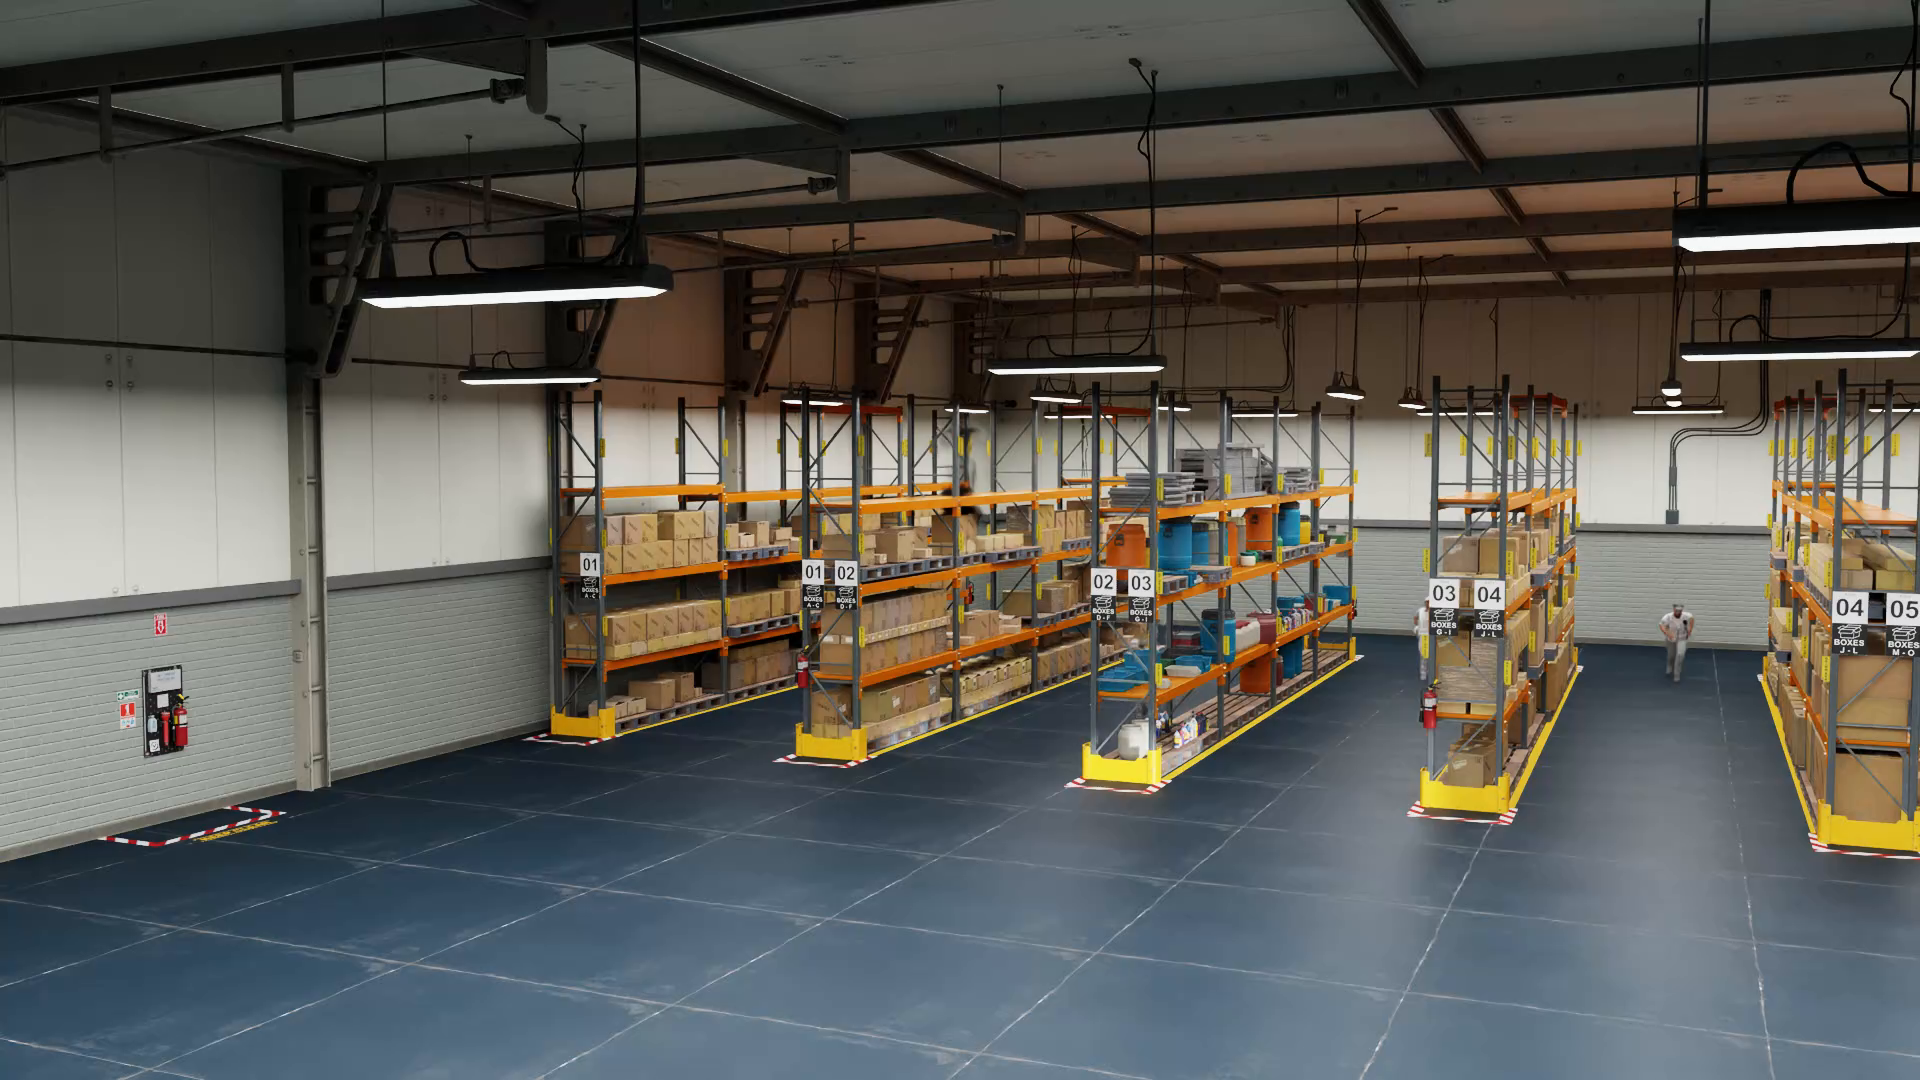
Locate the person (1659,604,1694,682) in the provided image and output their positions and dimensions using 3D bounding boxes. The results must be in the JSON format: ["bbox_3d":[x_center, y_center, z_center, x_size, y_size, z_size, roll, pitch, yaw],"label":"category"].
[{"bbox_3d":[15.505,2.203,36.054,0.702,1.717,1.023,1,3,12],"label":"person"}]

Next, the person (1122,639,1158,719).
[{"bbox_3d":[3.335,2.559,30.555,0.640,1.556,0.940,1,3,25],"label":"person"}]

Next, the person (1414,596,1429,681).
[{"bbox_3d":[10.152,2.108,36.028,0.680,1.792,0.990,1,3,21],"label":"person"}]
